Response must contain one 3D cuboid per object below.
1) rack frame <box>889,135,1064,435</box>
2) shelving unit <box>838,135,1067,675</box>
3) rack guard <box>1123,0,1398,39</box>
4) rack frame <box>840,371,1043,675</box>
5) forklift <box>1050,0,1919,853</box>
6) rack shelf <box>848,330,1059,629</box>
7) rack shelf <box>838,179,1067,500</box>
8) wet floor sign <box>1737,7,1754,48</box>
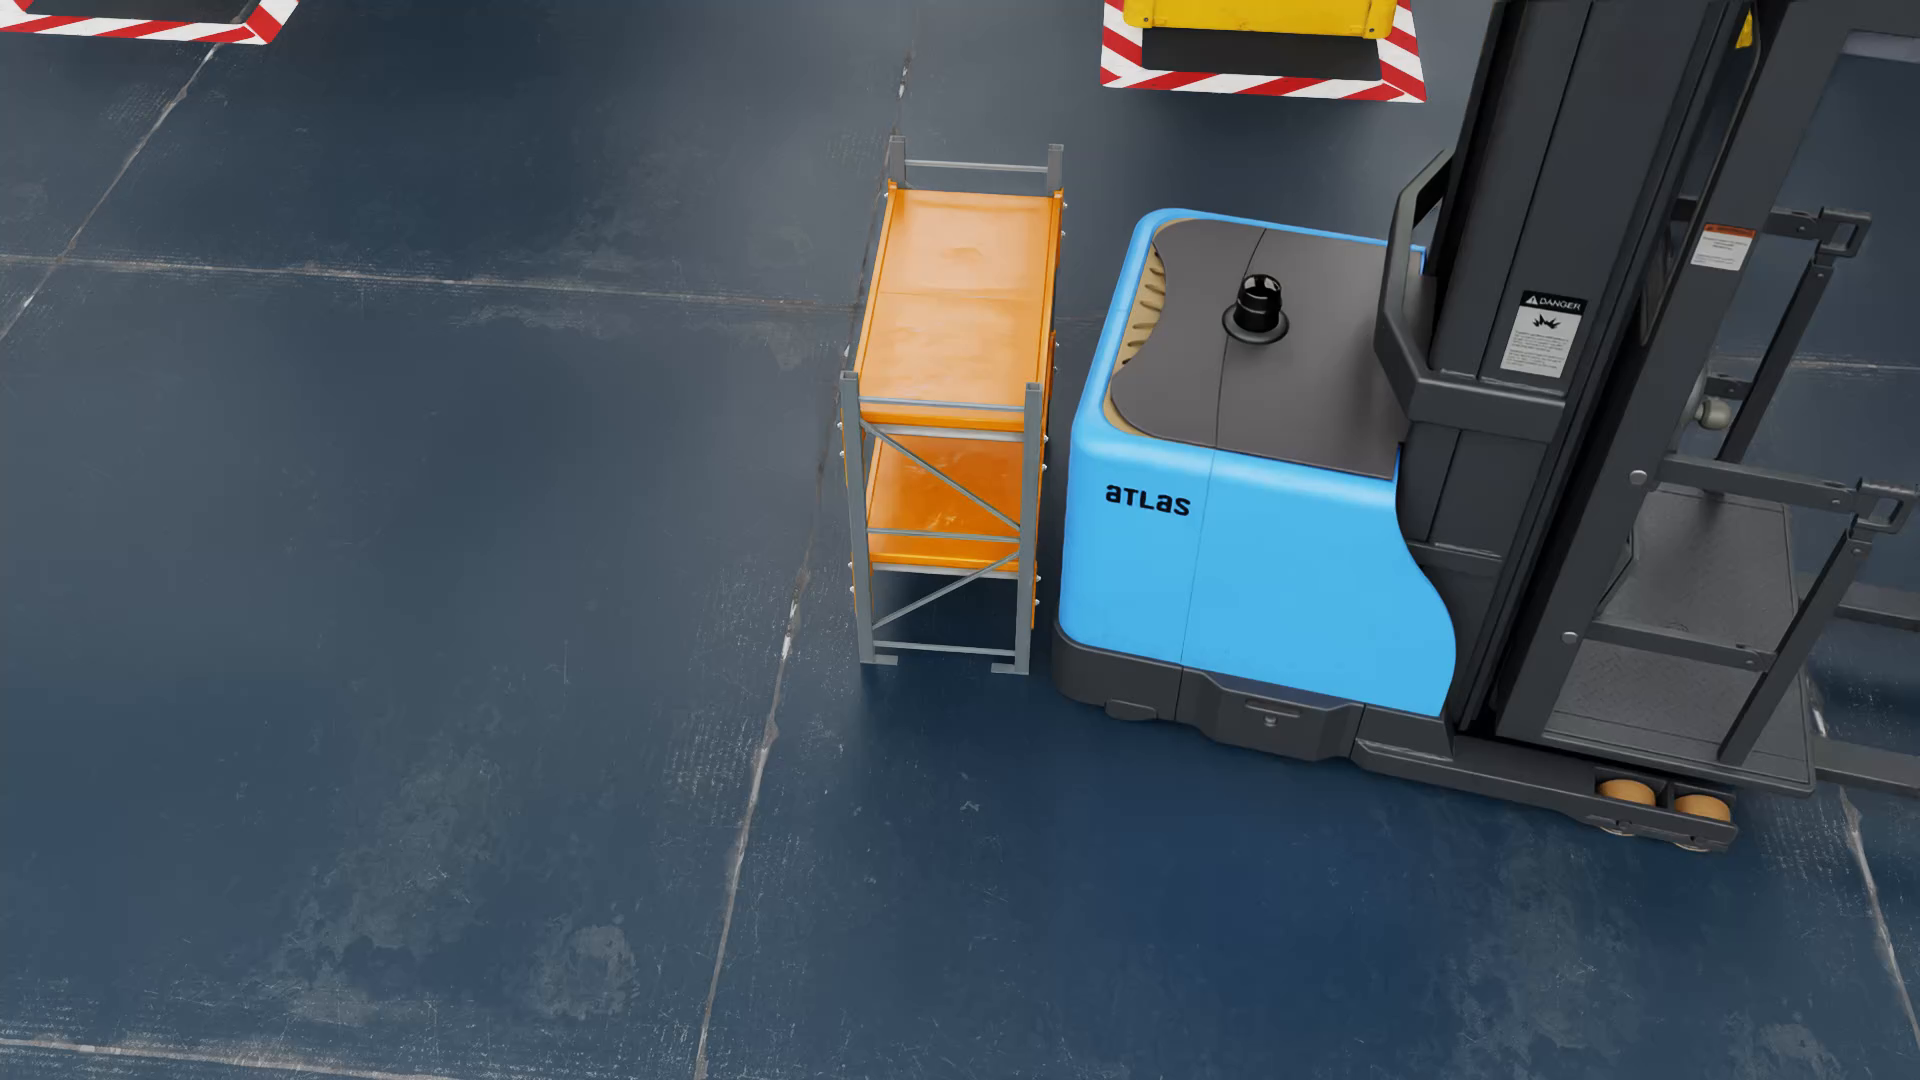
[{"bbox_3d":[0.047,-0.758,5.181,0.500,1.125,0.032,4,48,4],"label":"rack frame"},{"bbox_3d":[0.001,-0.385,4.839,0.538,1.125,1.048,4,48,4],"label":"shelving unit"},{"bbox_3d":[1.316,-2.514,7.211,1.175,0.500,0.348,4,48,4],"label":"rack guard"},{"bbox_3d":[-0.046,-0.011,4.498,0.500,1.125,0.032,4,48,4],"label":"rack frame"},{"bbox_3d":[1.835,-0.588,3.802,3.031,2.935,1.130,11,49,10],"label":"forklift"},{"bbox_3d":[0.001,-0.220,5.020,0.538,0.278,1.000,4,48,4],"label":"rack shelf"},{"bbox_3d":[0.001,-0.582,4.623,0.538,0.278,1.000,4,48,4],"label":"rack shelf"},{"bbox_3d":[3.287,-2.426,7.032,0.267,0.644,0.232,-4,48,-3],"label":"wet floor sign"}]
